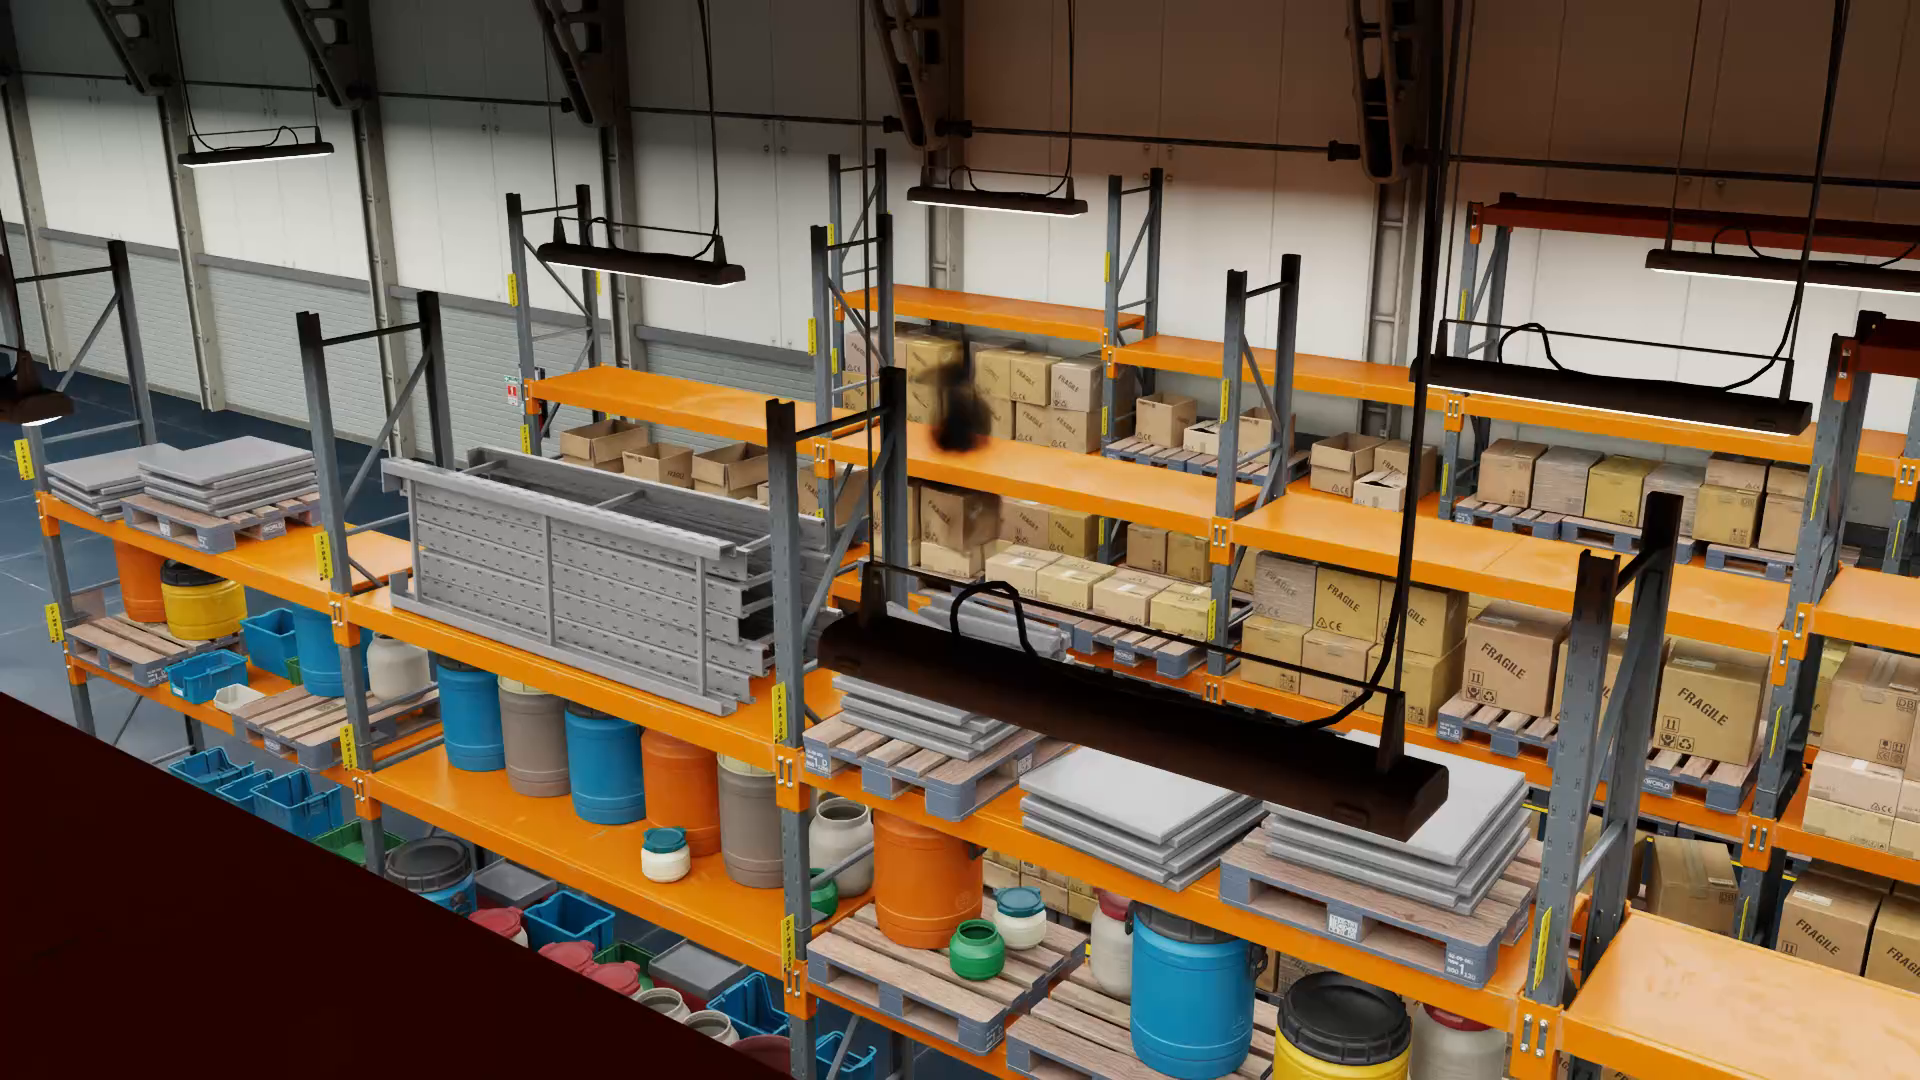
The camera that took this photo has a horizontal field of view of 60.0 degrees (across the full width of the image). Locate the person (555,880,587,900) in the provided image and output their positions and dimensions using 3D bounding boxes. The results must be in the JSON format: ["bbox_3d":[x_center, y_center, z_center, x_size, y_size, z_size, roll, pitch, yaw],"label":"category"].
[{"bbox_3d":[-3.311,2.773,14.054,0.658,1.753,0.689,-15,24,-38],"label":"person"}]
